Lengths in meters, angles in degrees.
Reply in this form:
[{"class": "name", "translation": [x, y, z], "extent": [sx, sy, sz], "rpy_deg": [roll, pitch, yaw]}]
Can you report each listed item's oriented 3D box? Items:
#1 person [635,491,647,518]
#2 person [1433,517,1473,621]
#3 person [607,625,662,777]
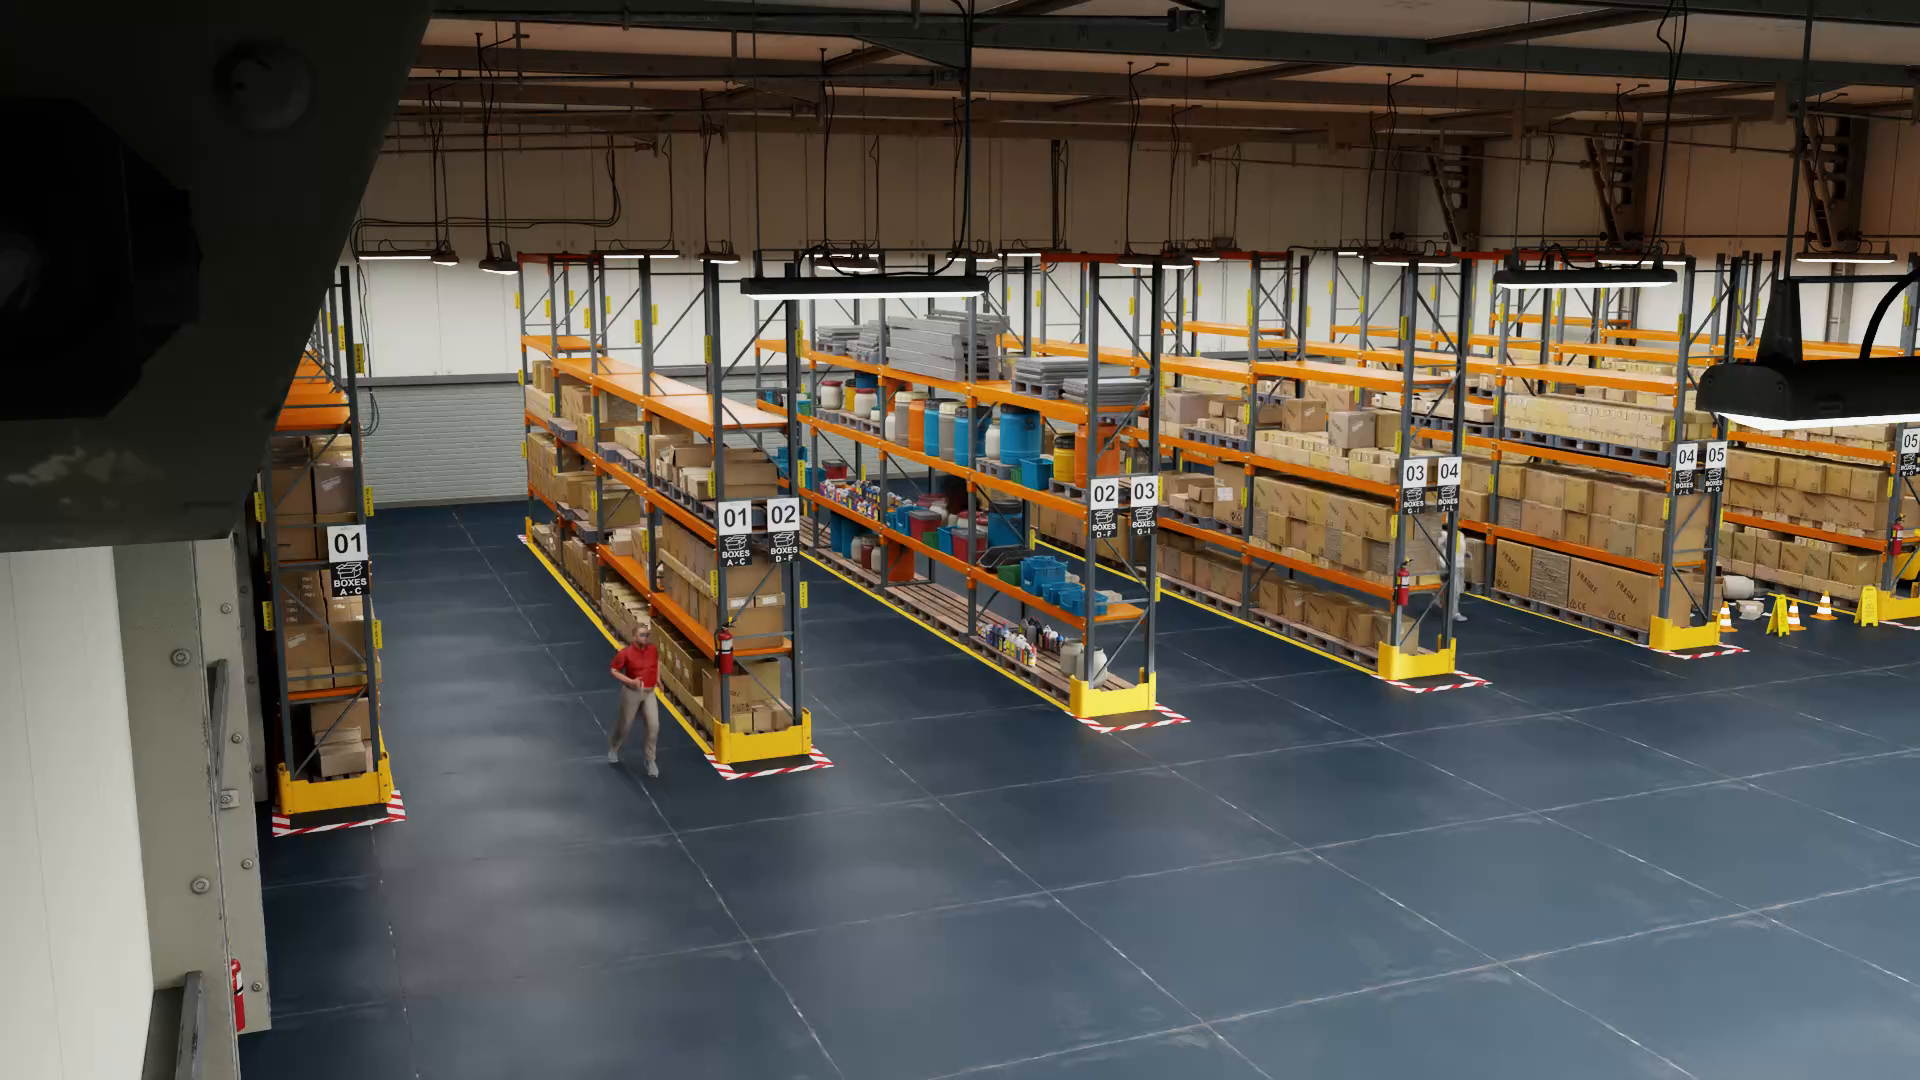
[{"class": "person", "translation": [-6.796, -0.954, 35.468], "extent": [0.584, 1.716, 0.664], "rpy_deg": [8, 13, 38]}, {"class": "person", "translation": [8.189, 0.446, 27.758], "extent": [0.696, 1.750, 0.818], "rpy_deg": [-6, 12, -31]}, {"class": "person", "translation": [-3.834, 1.893, 19.954], "extent": [0.723, 1.755, 0.892], "rpy_deg": [-8, 13, -36]}]
